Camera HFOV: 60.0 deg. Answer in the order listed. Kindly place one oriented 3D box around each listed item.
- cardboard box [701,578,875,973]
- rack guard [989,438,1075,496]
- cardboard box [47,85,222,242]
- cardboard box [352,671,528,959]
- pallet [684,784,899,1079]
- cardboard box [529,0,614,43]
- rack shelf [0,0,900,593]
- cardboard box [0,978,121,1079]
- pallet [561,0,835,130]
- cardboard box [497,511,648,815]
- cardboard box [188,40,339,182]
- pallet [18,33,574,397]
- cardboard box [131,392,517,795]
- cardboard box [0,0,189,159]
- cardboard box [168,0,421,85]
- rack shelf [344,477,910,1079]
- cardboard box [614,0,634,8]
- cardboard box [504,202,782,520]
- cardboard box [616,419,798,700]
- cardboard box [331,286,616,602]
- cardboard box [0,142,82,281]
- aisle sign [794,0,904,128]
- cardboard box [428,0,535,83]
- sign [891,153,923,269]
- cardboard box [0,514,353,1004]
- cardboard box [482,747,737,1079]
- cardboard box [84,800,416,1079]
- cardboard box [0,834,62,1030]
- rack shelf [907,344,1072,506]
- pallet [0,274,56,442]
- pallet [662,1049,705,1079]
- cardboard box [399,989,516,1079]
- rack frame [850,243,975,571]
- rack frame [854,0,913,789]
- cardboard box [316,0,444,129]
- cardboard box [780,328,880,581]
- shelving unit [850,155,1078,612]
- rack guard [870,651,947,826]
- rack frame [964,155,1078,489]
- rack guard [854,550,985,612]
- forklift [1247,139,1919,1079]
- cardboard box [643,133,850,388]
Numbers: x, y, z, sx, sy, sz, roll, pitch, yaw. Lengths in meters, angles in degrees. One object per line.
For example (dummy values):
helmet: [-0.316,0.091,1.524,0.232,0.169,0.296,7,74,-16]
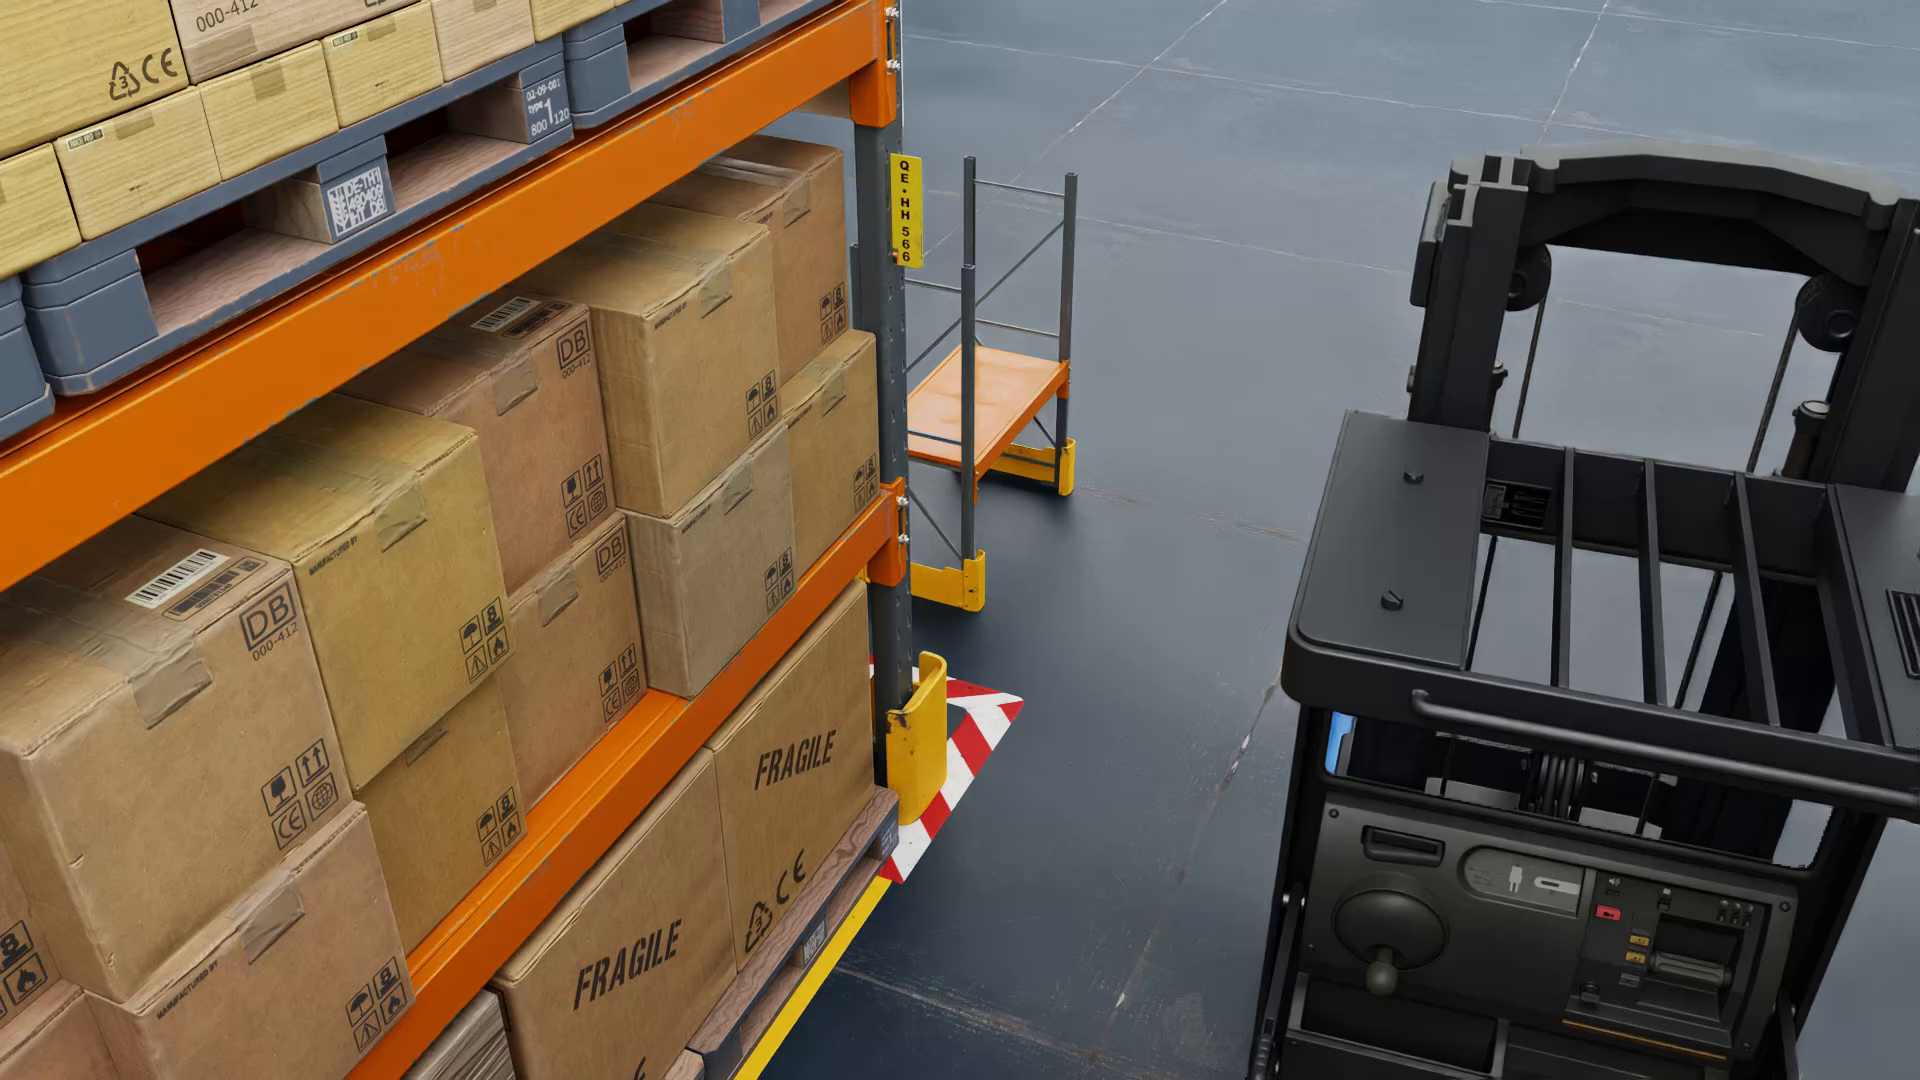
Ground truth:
cardboard box: [-0.862,0.603,5.150,0.875,0.875,0.875,14,36,21]
rack guard: [0.240,-0.391,7.618,0.587,0.250,0.087,14,36,20]
cardboard box: [-1.319,-0.575,2.411,0.380,0.149,0.250,14,36,21]
cardboard box: [-1.495,0.472,3.658,0.875,0.550,0.500,14,36,20]
pallet: [-0.901,1.120,5.350,1.003,0.211,1.213,14,36,20]
cardboard box: [-0.895,-1.079,3.180,0.380,0.149,0.250,14,36,20]
rack shelf: [-1.475,-0.420,3.076,1.077,0.370,4.000,14,36,20]
cardboard box: [-1.958,1.001,2.851,0.875,0.550,0.550,14,36,20]
pallet: [-0.939,-1.308,3.855,1.003,0.211,1.213,14,36,20]
cardboard box: [-1.311,0.199,4.075,0.875,0.550,0.550,14,36,20]
cardboard box: [-1.214,-0.698,2.599,0.380,0.149,0.250,15,36,21]
pallet: [-1.448,-0.698,2.925,1.003,0.211,1.213,14,36,20]
cardboard box: [-1.436,0.035,3.339,0.875,0.550,0.500,14,36,20]
cardboard box: [-1.432,-0.686,2.217,0.500,0.250,0.500,14,36,20]
cardboard box: [-1.221,-0.939,2.602,0.500,0.250,0.500,15,36,21]
rack shelf: [-1.475,0.834,3.898,1.077,0.370,4.000,14,36,20]
cardboard box: [-0.789,-1.207,3.375,0.380,0.149,0.250,15,36,21]
cardboard box: [-0.975,-0.506,4.165,0.875,0.550,0.550,14,36,20]
cardboard box: [-0.962,-0.051,4.456,0.875,0.550,0.550,14,36,20]
cardboard box: [-1.332,-0.258,3.787,0.875,0.550,0.550,14,36,20]
cardboard box: [-1.426,-0.448,2.217,0.380,0.149,0.250,14,36,20]
aisle sign: [-0.336,-1.516,4.456,0.394,0.787,0.004,14,36,20]
cardboard box: [-1.001,-0.954,2.988,0.380,0.149,0.250,14,36,21]
sign: [-0.151,-0.915,4.637,0.100,0.325,0.005,14,36,20]
cardboard box: [-1.651,0.301,2.934,0.875,0.550,0.550,14,36,20]
cardboard box: [-1.228,1.042,4.481,0.875,0.875,0.875,14,36,20]
cardboard box: [-1.626,0.759,3.220,0.875,0.550,0.550,14,36,20]
cardboard box: [-2.001,0.539,2.571,0.875,0.550,0.550,14,36,20]
rack shelf: [0.036,-0.519,7.002,0.538,0.185,1.000,14,36,20]
pallet: [-1.960,-0.093,2.002,1.003,0.211,1.213,14,36,20]
pallet: [-1.413,1.725,4.427,1.003,0.211,1.213,14,36,20]
cardboard box: [-1.611,1.495,3.789,0.875,0.875,0.875,14,36,21]
rack frame: [-0.177,-0.416,6.517,0.500,1.500,0.032,14,36,20]
rack frame: [-0.638,-0.463,5.220,1.000,3.000,0.127,14,36,20]
cardboard box: [-1.108,-0.827,2.795,0.380,0.149,0.250,15,36,21]
cardboard box: [-0.752,-0.330,4.881,0.875,0.550,0.550,14,36,20]
shelving unit: [0.032,-0.665,6.897,0.587,1.500,1.083,14,36,20]
rack guard: [-0.628,0.571,5.924,1.175,0.500,0.348,14,36,20]
rack frame: [0.248,-0.923,7.290,0.500,1.500,0.032,14,36,20]
rack guard: [-0.176,0.106,6.861,0.587,0.250,0.087,14,36,20]
forklift: [1.138,0.862,3.262,1.130,2.935,3.031,10,35,15]
cardboard box: [-0.828,-0.801,4.615,0.875,0.550,0.550,14,36,20]
